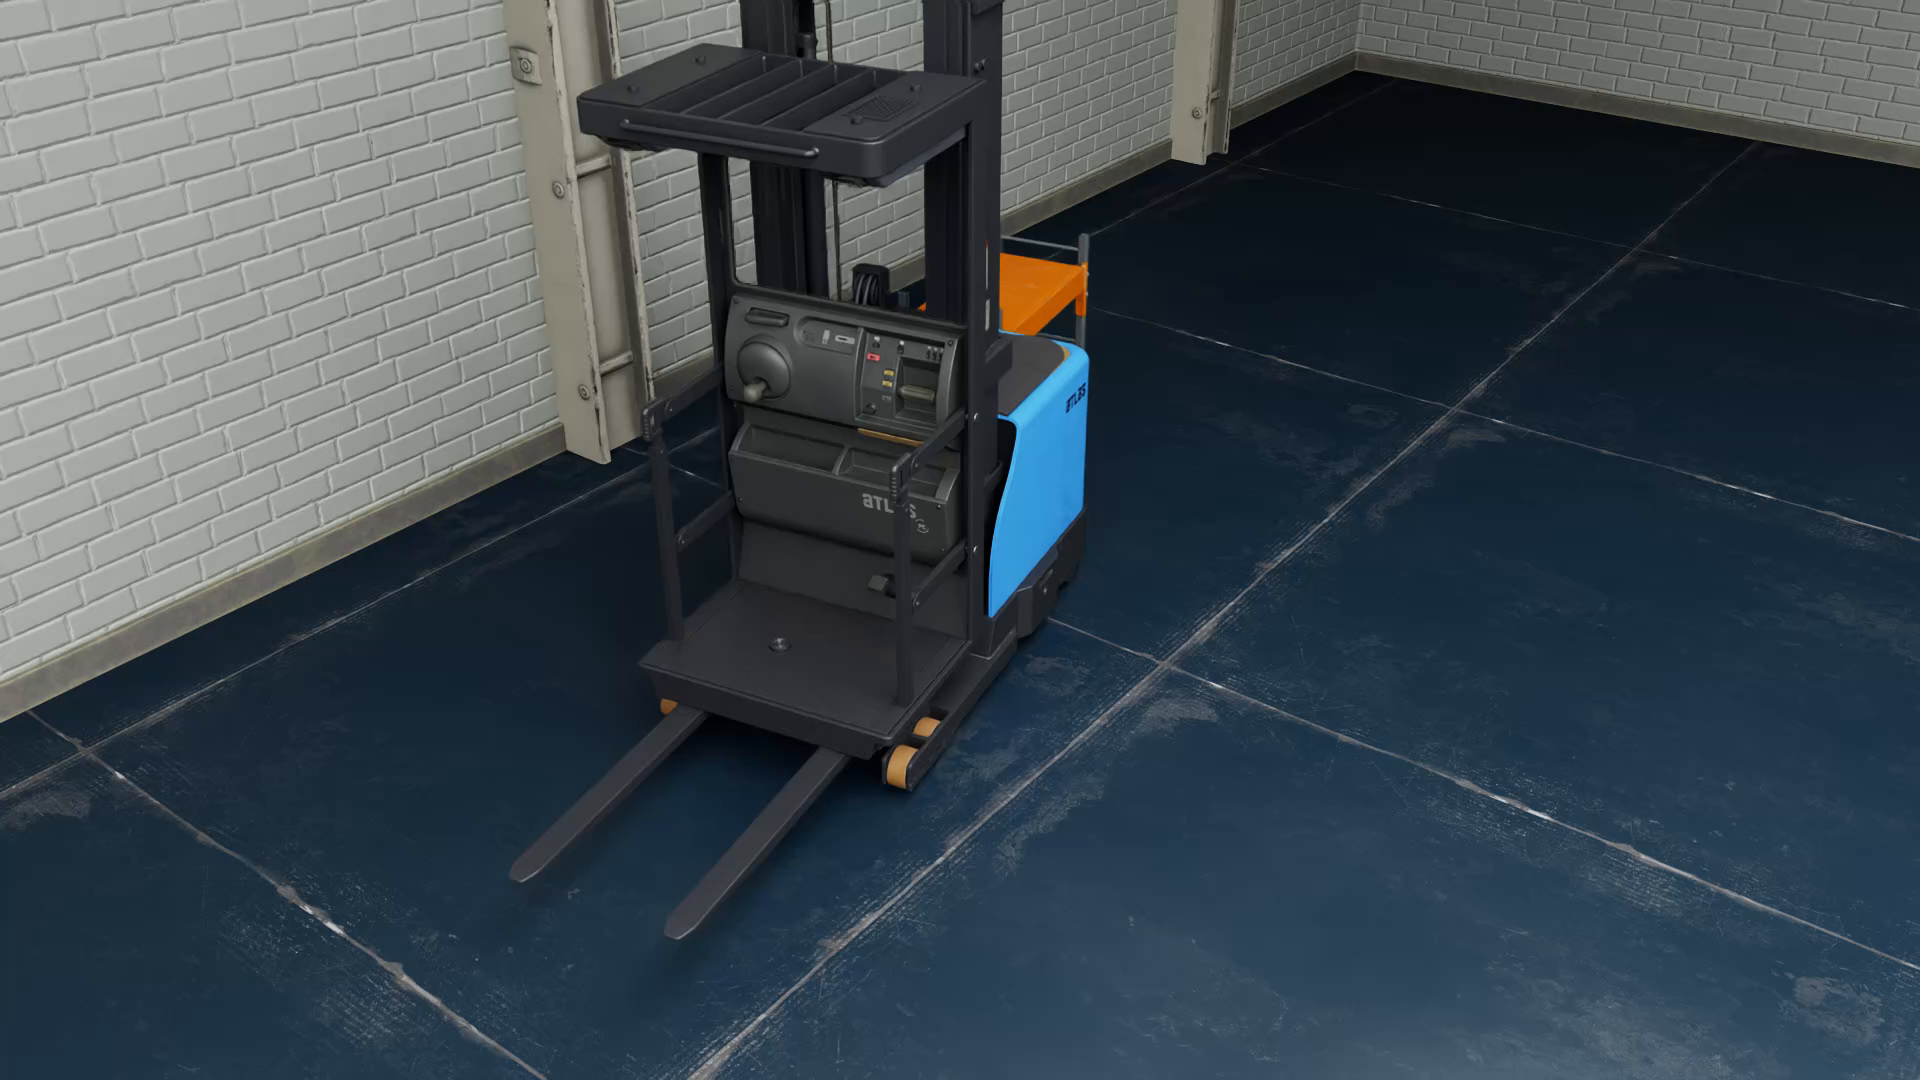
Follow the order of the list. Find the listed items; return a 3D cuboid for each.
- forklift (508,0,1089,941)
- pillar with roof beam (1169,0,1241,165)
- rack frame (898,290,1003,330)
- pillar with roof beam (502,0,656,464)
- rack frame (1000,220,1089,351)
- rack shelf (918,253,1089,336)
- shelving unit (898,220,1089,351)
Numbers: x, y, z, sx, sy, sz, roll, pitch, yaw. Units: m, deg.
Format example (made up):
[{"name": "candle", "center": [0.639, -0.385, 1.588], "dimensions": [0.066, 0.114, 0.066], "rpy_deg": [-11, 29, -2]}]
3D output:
[{"name": "forklift", "center": [-0.530, -0.587, 5.866], "dimensions": [1.130, 2.935, 3.031], "rpy_deg": [14, 33, 22]}, {"name": "pillar with roof beam", "center": [5.252, -5.493, 8.191], "dimensions": [9.100, 9.000, 0.400], "rpy_deg": [21, 37, 31]}, {"name": "rack frame", "center": [-0.045, -0.572, 7.612], "dimensions": [0.500, 1.125, 0.032], "rpy_deg": [14, 33, 22]}, {"name": "pillar with roof beam", "center": [1.630, -3.054, 4.076], "dimensions": [9.100, 9.000, 0.400], "rpy_deg": [21, 37, 31]}, {"name": "rack frame", "center": [0.394, -1.040, 8.401], "dimensions": [0.500, 1.125, 0.032], "rpy_deg": [14, 33, 22]}, {"name": "rack shelf", "center": [0.174, -1.058, 7.858], "dimensions": [0.538, 0.278, 1.000], "rpy_deg": [14, 33, 22]}, {"name": "shelving unit", "center": [0.174, -0.806, 8.007], "dimensions": [0.538, 1.125, 1.048], "rpy_deg": [14, 33, 22]}]
